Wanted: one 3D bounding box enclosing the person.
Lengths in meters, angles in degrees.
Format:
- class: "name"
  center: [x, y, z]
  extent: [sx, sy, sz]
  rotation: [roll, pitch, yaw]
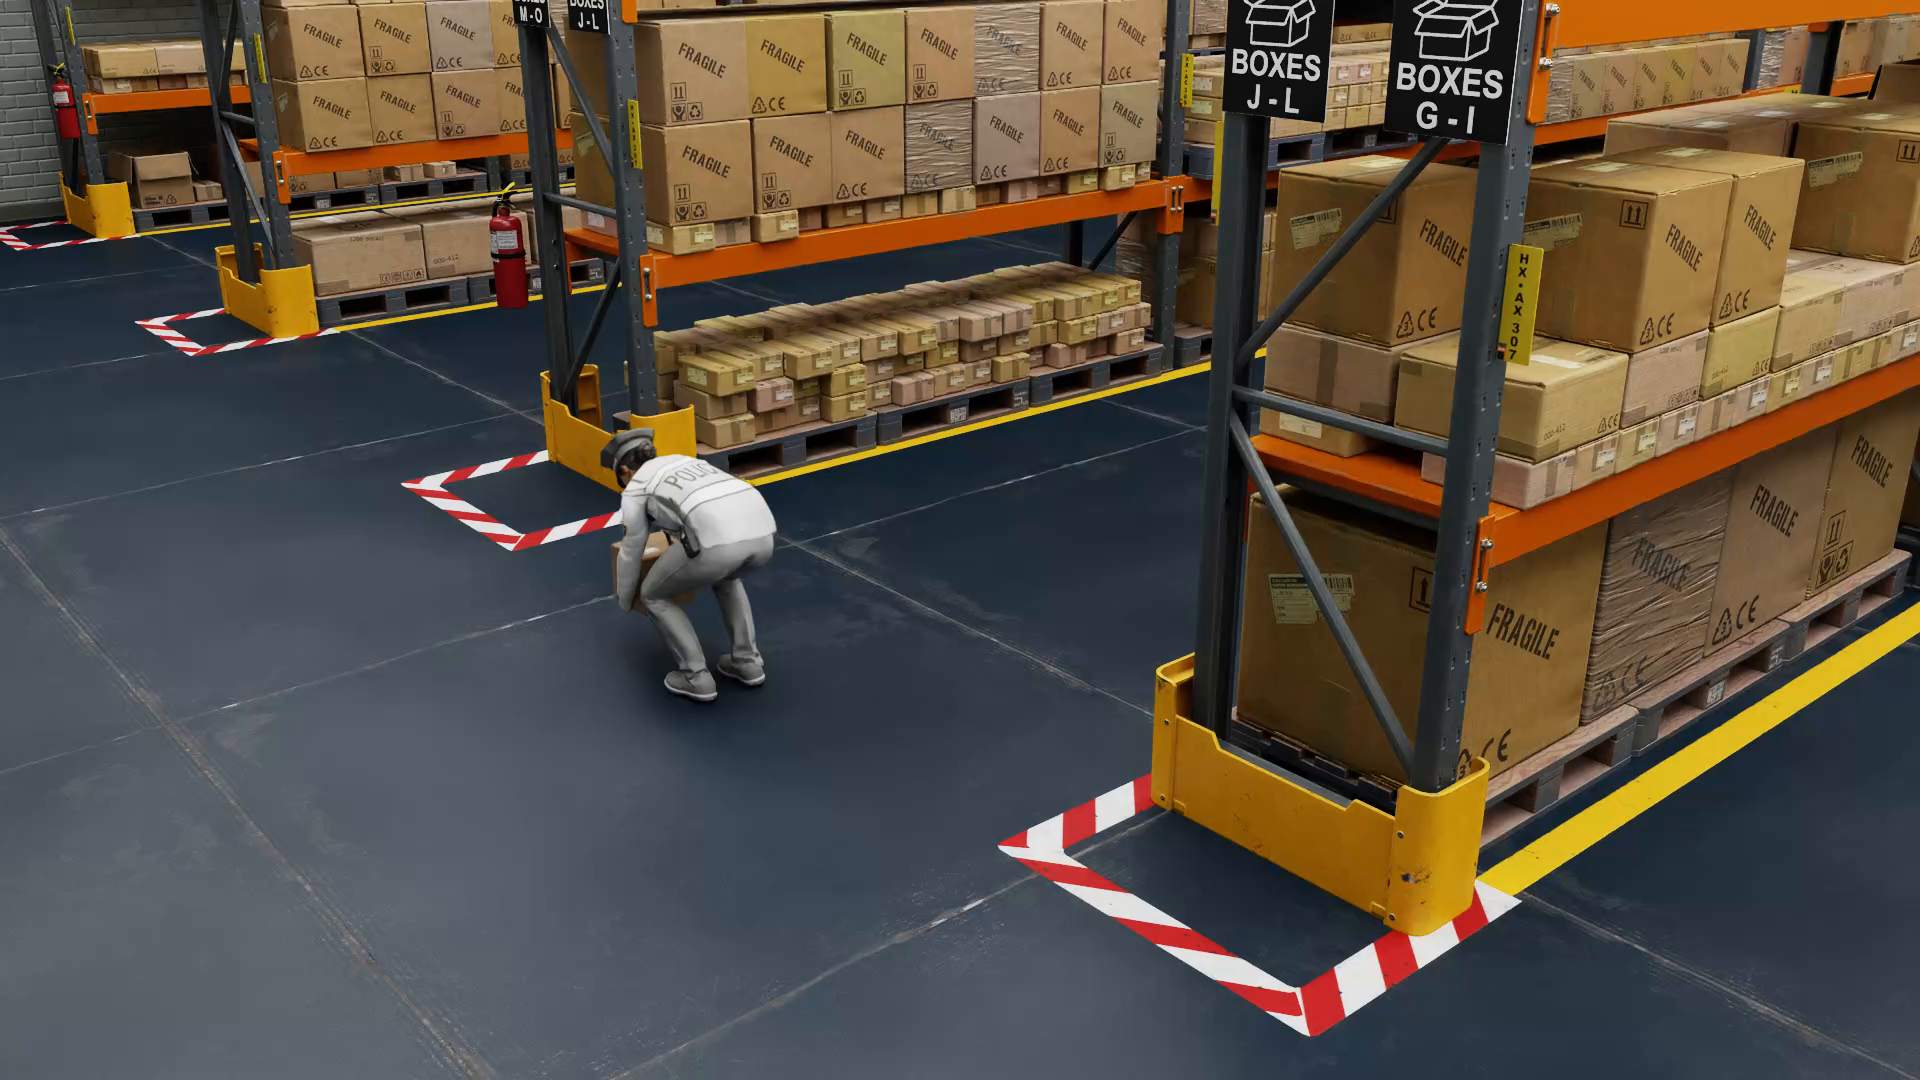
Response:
- class: "person"
  center: [-1.120, 0.087, 6.787]
  extent: [0.466, 0.998, 0.919]
  rotation: [-19, 28, -40]
